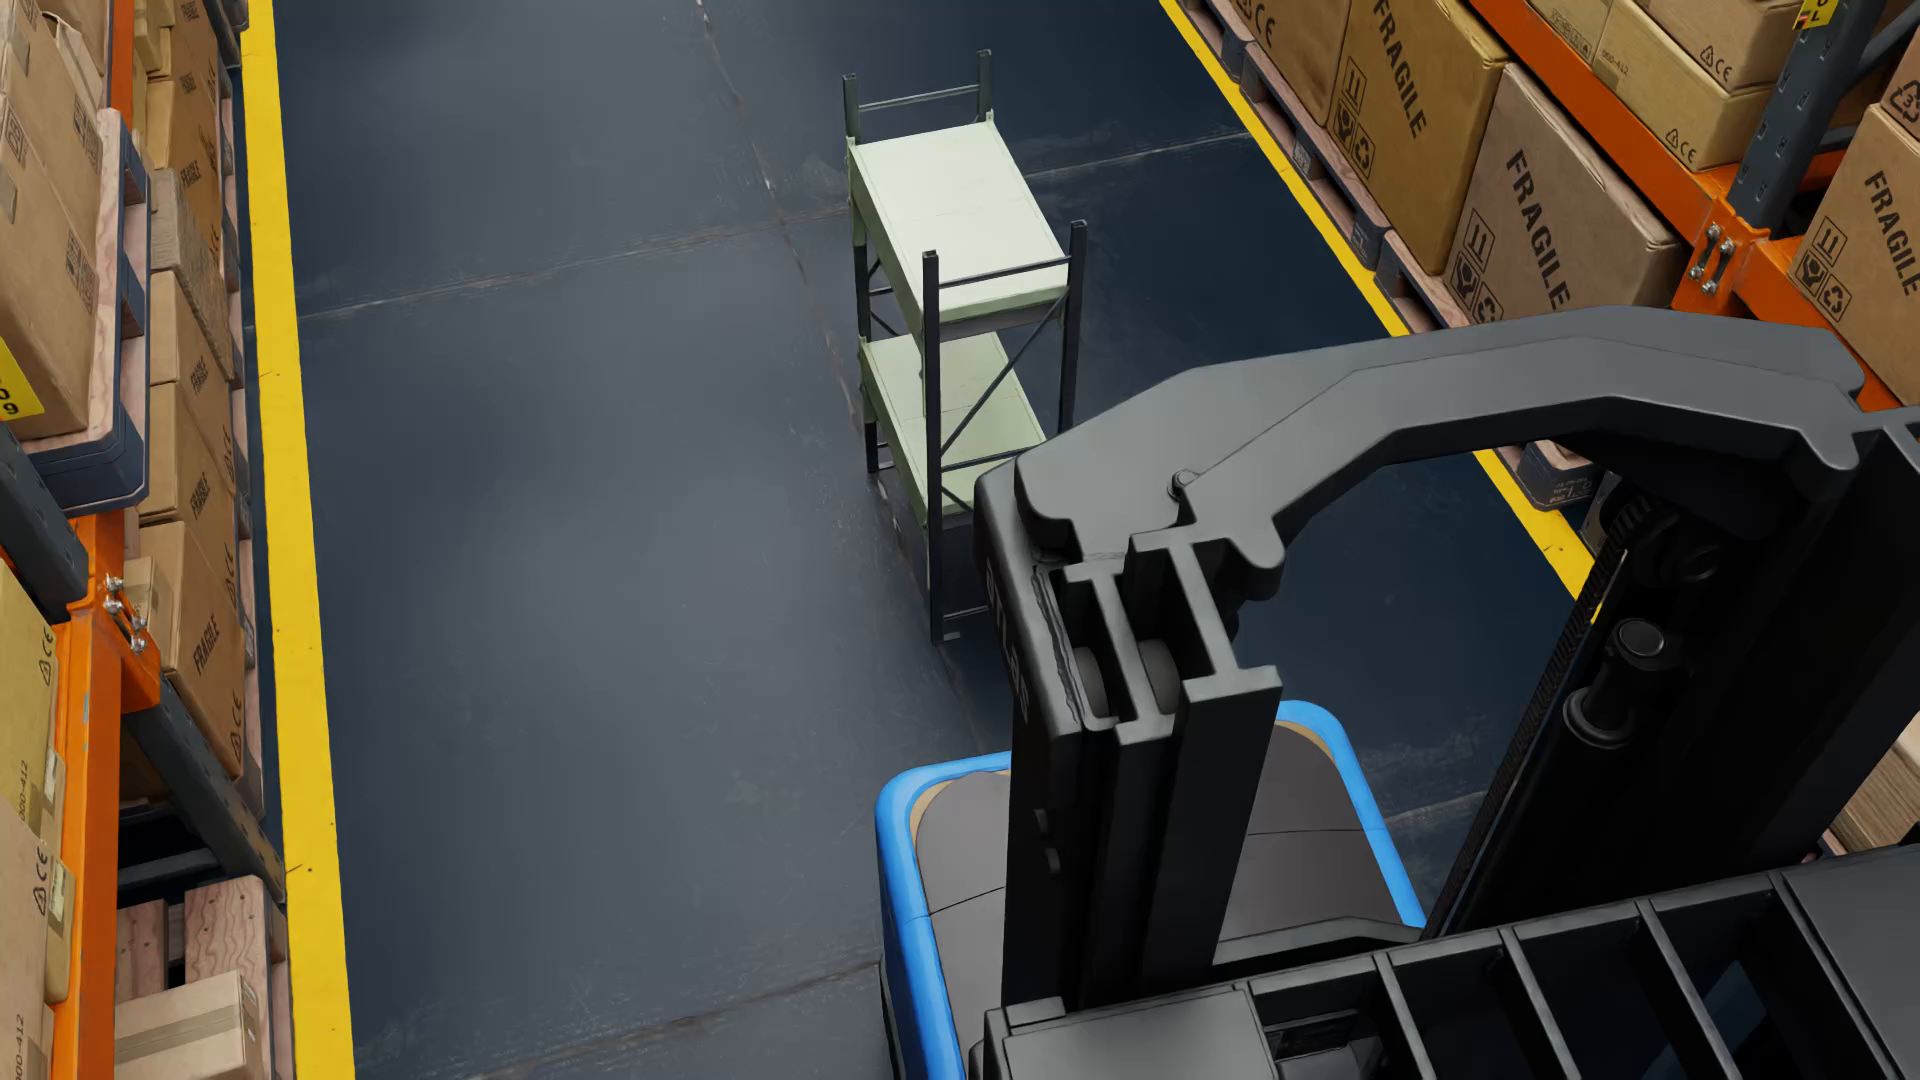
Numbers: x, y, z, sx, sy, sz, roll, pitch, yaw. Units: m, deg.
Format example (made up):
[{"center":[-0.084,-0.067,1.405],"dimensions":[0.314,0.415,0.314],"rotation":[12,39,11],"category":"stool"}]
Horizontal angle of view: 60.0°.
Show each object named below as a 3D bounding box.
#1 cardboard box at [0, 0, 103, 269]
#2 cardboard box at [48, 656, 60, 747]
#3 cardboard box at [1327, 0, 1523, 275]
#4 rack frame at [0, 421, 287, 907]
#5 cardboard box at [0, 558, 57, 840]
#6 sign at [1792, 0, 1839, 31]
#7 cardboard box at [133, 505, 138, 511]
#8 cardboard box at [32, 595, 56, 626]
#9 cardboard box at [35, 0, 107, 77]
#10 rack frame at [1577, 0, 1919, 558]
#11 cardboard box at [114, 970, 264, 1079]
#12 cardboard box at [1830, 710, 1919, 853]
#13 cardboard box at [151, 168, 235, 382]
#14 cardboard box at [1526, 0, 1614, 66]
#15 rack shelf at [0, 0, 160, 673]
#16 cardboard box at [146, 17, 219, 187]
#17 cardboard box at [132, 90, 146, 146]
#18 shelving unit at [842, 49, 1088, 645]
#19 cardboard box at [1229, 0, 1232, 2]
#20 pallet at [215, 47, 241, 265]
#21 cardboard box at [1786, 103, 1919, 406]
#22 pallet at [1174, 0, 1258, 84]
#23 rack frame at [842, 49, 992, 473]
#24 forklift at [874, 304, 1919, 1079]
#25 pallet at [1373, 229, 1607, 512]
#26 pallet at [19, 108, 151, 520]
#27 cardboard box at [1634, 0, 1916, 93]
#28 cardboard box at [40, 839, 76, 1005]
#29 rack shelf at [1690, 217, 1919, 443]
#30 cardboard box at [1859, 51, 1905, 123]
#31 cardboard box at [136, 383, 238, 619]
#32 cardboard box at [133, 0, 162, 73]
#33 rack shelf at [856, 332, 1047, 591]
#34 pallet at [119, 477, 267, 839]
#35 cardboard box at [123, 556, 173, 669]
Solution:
[{"center":[-2.373,-0.878,3.688],"dimensions":[0.700,0.500,0.500],"rotation":[-13,51,-11],"category":"cardboard box"},{"center":[-1.955,0.328,3.176],"dimensions":[0.380,0.149,0.250],"rotation":[-13,51,-10],"category":"cardboard box"},{"center":[1.916,-1.597,5.749],"dimensions":[0.875,0.875,0.875],"rotation":[-12,51,-10],"category":"cardboard box"},{"center":[-2.290,0.072,3.228],"dimensions":[1.000,3.000,0.127],"rotation":[-13,51,-11],"category":"rack frame"},{"center":[-1.907,0.341,2.904],"dimensions":[0.500,0.250,0.500],"rotation":[-12,51,-10],"category":"cardboard box"},{"center":[1.935,-1.271,3.654],"dimensions":[0.100,0.325,0.005],"rotation":[-13,51,-11],"category":"sign"},{"center":[-2.385,-0.159,4.358],"dimensions":[0.380,0.149,0.250],"rotation":[-16,52,-13],"category":"cardboard box"},{"center":[-2.200,0.128,3.921],"dimensions":[0.380,0.149,0.250],"rotation":[-14,51,-12],"category":"cardboard box"},{"center":[-2.605,-1.451,4.172],"dimensions":[0.700,0.500,0.500],"rotation":[-14,51,-11],"category":"cardboard box"},{"center":[2.450,-1.053,4.176],"dimensions":[1.000,3.000,0.127],"rotation":[-13,51,-11],"category":"rack frame"},{"center":[-1.845,1.196,3.870],"dimensions":[0.380,0.149,0.250],"rotation":[-15,51,-12],"category":"cardboard box"},{"center":[2.799,0.774,4.037],"dimensions":[0.875,0.438,0.875],"rotation":[-15,51,-12],"category":"cardboard box"},{"center":[-2.676,-0.795,5.318],"dimensions":[0.500,0.500,0.500],"rotation":[-15,51,-12],"category":"cardboard box"},{"center":[1.927,-1.648,4.775],"dimensions":[0.500,0.250,0.500],"rotation":[-14,51,-11],"category":"cardboard box"},{"center":[-2.882,-1.157,4.734],"dimensions":[1.077,0.370,4.000],"rotation":[-13,51,-11],"category":"rack shelf"},{"center":[-3.005,-1.551,5.956],"dimensions":[0.500,0.500,0.500],"rotation":[-14,51,-12],"category":"cardboard box"},{"center":[-2.830,-1.305,5.325],"dimensions":[0.380,0.149,0.250],"rotation":[-14,51,-12],"category":"cardboard box"},{"center":[-0.002,-0.488,4.681],"dimensions":[0.431,1.500,0.755],"rotation":[-13,51,-11],"category":"shelving unit"},{"center":[1.392,-2.902,6.850],"dimensions":[0.875,0.875,0.875],"rotation":[-14,51,-11],"category":"cardboard box"},{"center":[-3.289,-1.397,6.290],"dimensions":[1.003,0.211,1.213],"rotation":[-13,51,-11],"category":"pallet"},{"center":[2.339,-0.684,3.799],"dimensions":[0.500,0.500,0.500],"rotation":[-12,51,-10],"category":"cardboard box"},{"center":[1.429,-2.483,7.205],"dimensions":[1.003,0.211,1.213],"rotation":[-13,51,-11],"category":"pallet"},{"center":[-0.110,-0.756,4.906],"dimensions":[0.400,1.500,0.023],"rotation":[-13,51,-11],"category":"rack frame"},{"center":[0.617,1.260,2.270],"dimensions":[1.130,2.935,3.031],"rotation":[-9,50,-8],"category":"forklift"},{"center":[2.150,-0.701,5.703],"dimensions":[1.003,0.211,1.213],"rotation":[-13,51,-11],"category":"pallet"},{"center":[-2.422,-0.475,3.814],"dimensions":[1.003,0.211,1.213],"rotation":[-13,51,-11],"category":"pallet"},{"center":[2.088,-1.433,4.268],"dimensions":[0.500,0.250,0.500],"rotation":[-13,51,-11],"category":"cardboard box"},{"center":[-1.757,0.698,2.864],"dimensions":[0.380,0.149,0.250],"rotation":[-12,51,-10],"category":"cardboard box"},{"center":[3.042,0.639,3.220],"dimensions":[1.077,0.370,4.000],"rotation":[-13,51,-11],"category":"rack shelf"},{"center":[2.572,-1.386,4.555],"dimensions":[0.500,0.250,0.500],"rotation":[-14,51,-12],"category":"cardboard box"},{"center":[-2.385,-0.049,4.690],"dimensions":[0.500,0.500,0.500],"rotation":[-14,51,-11],"category":"cardboard box"},{"center":[-2.939,-1.691,5.649],"dimensions":[0.380,0.149,0.250],"rotation":[-15,51,-12],"category":"cardboard box"},{"center":[-0.002,-0.278,4.930],"dimensions":[0.431,0.370,0.720],"rotation":[-13,51,-11],"category":"rack shelf"},{"center":[-2.567,0.385,4.788],"dimensions":[1.003,0.211,1.213],"rotation":[-13,51,-11],"category":"pallet"},{"center":[-2.142,0.211,4.047],"dimensions":[0.380,0.149,0.250],"rotation":[-11,51,-9],"category":"cardboard box"}]
